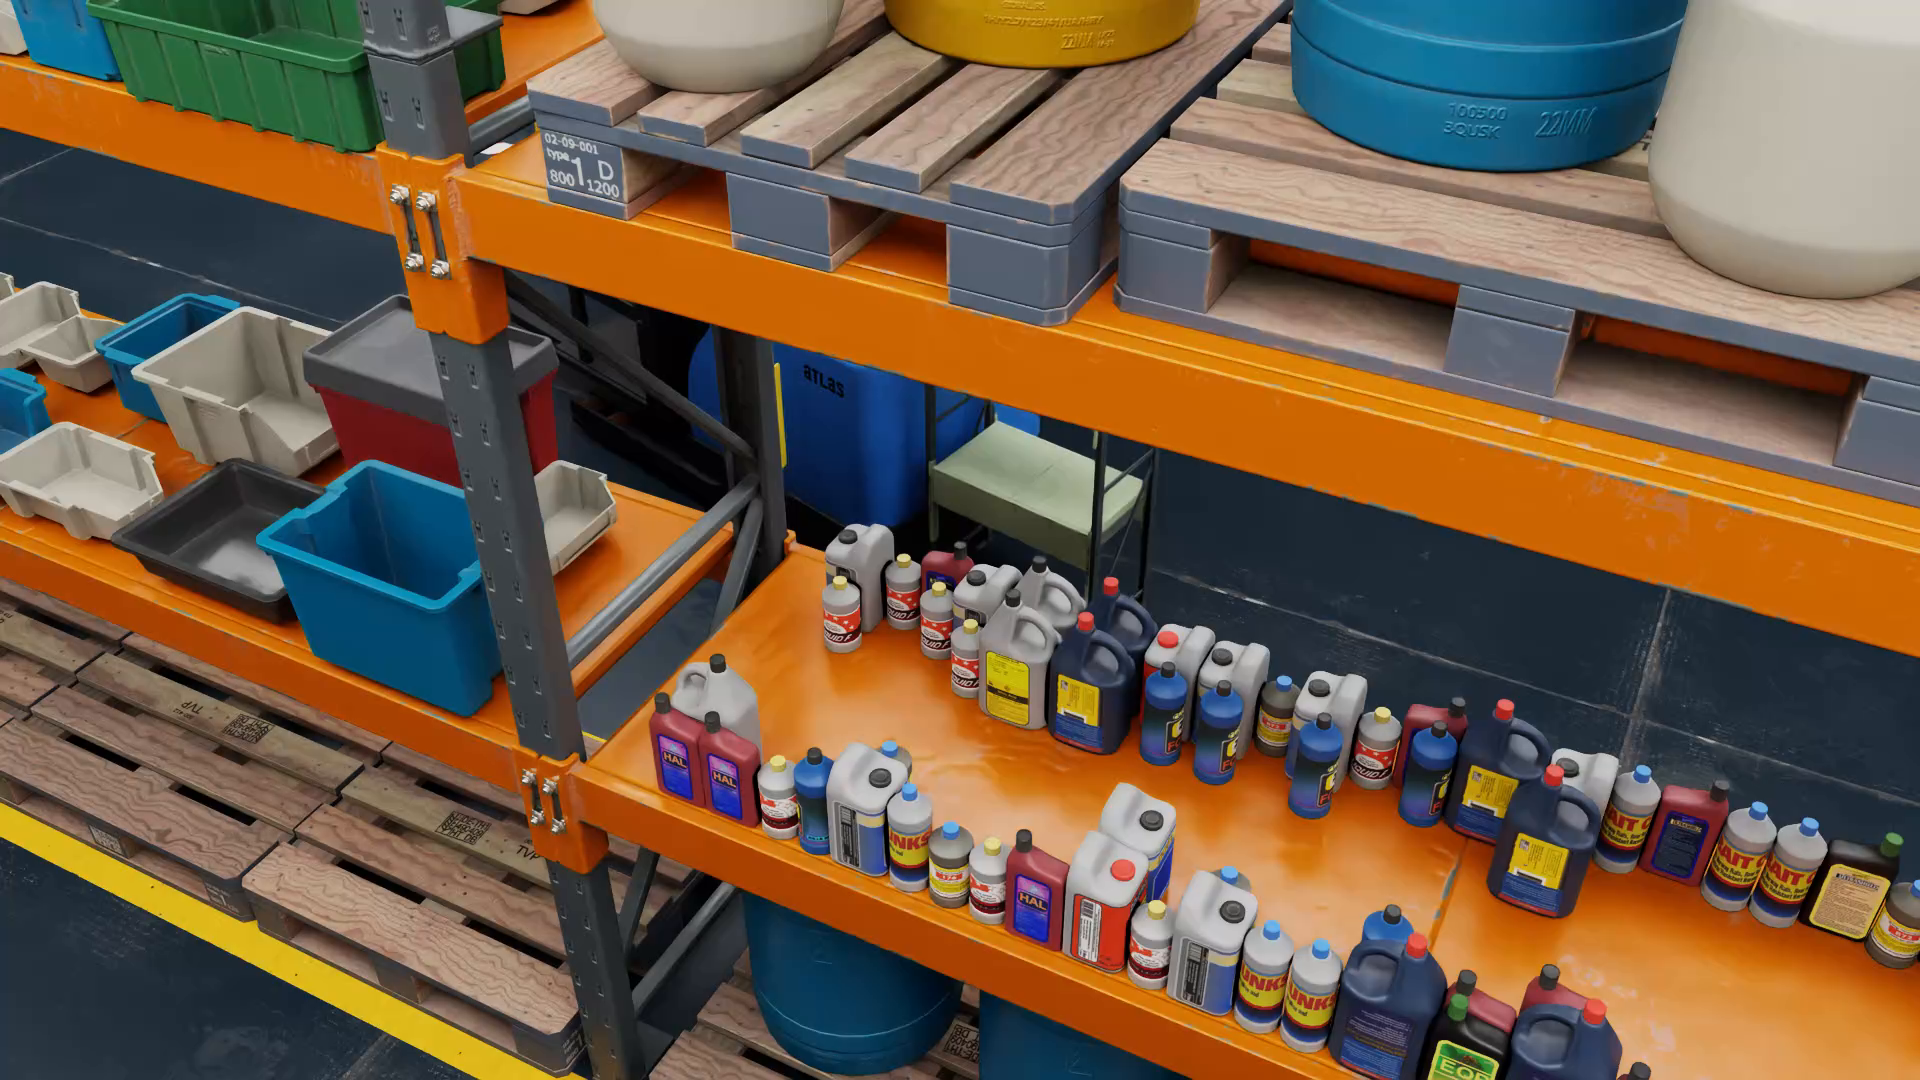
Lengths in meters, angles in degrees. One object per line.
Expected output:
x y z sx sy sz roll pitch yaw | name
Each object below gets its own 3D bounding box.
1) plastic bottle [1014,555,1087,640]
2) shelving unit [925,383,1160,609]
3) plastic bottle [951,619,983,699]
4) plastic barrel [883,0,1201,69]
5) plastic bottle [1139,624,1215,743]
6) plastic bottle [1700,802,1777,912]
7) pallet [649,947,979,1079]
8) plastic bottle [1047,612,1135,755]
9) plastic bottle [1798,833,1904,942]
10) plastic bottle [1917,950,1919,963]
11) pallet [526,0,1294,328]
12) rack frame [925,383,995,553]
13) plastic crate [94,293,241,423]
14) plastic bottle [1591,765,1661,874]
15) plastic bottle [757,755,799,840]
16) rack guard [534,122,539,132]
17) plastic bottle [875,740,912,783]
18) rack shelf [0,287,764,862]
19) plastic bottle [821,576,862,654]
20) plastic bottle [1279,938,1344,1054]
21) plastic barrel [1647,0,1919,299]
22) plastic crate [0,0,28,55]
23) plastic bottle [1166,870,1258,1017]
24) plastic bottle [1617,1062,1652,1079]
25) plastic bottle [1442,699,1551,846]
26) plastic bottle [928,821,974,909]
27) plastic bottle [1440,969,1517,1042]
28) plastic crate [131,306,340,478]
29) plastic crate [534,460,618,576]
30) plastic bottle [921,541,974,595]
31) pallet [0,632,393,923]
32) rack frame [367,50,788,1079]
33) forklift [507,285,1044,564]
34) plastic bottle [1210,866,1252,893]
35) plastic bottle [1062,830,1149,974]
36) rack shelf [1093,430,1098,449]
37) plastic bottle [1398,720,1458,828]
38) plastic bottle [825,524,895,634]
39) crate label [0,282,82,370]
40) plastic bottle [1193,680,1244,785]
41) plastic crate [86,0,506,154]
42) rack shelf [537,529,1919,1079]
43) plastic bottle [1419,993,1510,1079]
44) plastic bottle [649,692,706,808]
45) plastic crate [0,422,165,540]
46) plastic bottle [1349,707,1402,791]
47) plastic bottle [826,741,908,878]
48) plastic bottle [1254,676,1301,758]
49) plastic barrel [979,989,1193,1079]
0.210 0.192 4.057 0.185 0.351 0.144 17 41 21 | plastic bottle
0.295 -0.370 5.997 0.755 1.500 0.431 25 44 29 | shelving unit
0.026 0.281 4.063 0.097 0.201 0.097 0 37 0 | plastic bottle
0.147 -1.200 2.866 0.600 0.588 0.600 0 37 0 | plastic barrel
0.514 0.320 3.950 0.135 0.276 0.152 17 41 21 | plastic bottle
1.649 0.658 3.508 0.097 0.271 0.097 0 37 0 | plastic bottle
-0.091 1.440 4.678 1.213 0.211 1.003 17 41 21 | pallet
0.308 0.321 3.887 0.185 0.351 0.144 17 41 21 | plastic bottle
1.846 0.703 3.440 0.133 0.283 0.061 17 41 21 | plastic bottle
2.051 0.767 3.355 0.133 0.283 0.061 17 41 21 | plastic bottle
-0.016 -0.862 3.079 1.003 0.211 1.213 17 41 21 | pallet
0.004 -0.504 6.174 0.023 1.500 0.400 25 44 29 | rack frame
-2.367 -0.544 5.074 0.300 0.233 0.416 17 41 21 | plastic crate
1.444 0.594 3.593 0.097 0.271 0.097 0 37 0 | plastic bottle
-0.398 0.562 3.693 0.097 0.201 0.097 0 37 0 | plastic bottle
-2.052 -2.690 9.880 0.348 0.500 1.175 17 41 21 | rack guard
-0.155 0.534 3.729 0.097 0.201 0.097 0 37 0 | plastic bottle
-2.533 -0.177 5.097 4.000 0.370 1.077 17 41 21 | rack shelf
-0.299 0.180 4.197 0.097 0.201 0.097 0 37 0 | plastic bottle
0.684 0.873 3.226 0.097 0.271 0.097 0 37 0 | plastic bottle
1.152 -0.624 2.150 0.433 0.535 0.433 0 37 0 | plastic barrel
-2.061 -1.147 3.517 0.466 0.136 0.293 17 41 21 | plastic crate
0.507 0.797 3.322 0.135 0.276 0.152 17 41 21 | plastic bottle
1.225 1.050 2.982 0.133 0.283 0.061 17 41 21 | plastic bottle
1.188 0.498 3.653 0.185 0.351 0.144 17 41 21 | plastic bottle
-0.019 0.681 3.537 0.097 0.201 0.097 0 37 0 | plastic bottle
0.970 0.929 3.142 0.133 0.283 0.061 17 41 21 | plastic bottle
-2.028 -0.408 4.855 0.530 0.282 0.437 17 41 21 | plastic crate
-1.104 -0.033 4.480 0.243 0.136 0.396 17 41 21 | plastic crate
-0.032 0.115 4.214 0.133 0.283 0.061 17 41 21 | plastic bottle
-2.515 0.681 5.678 1.213 0.211 1.003 17 41 21 | pallet
-0.757 0.092 4.147 0.127 3.000 1.000 17 41 21 | rack frame
-1.077 -1.764 6.650 3.031 2.935 1.130 30 46 33 | forklift
0.548 0.755 3.439 0.097 0.201 0.097 0 37 0 | plastic bottle
0.301 0.733 3.407 0.135 0.276 0.152 17 41 21 | plastic bottle
0.295 -0.681 5.761 0.720 0.370 0.431 25 44 29 | rack shelf
1.046 0.511 3.703 0.097 0.271 0.097 0 37 0 | plastic bottle
-0.258 0.078 4.269 0.135 0.276 0.152 17 41 21 | plastic bottle
-2.992 -0.656 5.302 0.243 0.136 0.396 17 41 21 | crate label
0.593 0.431 3.808 0.097 0.271 0.097 0 37 0 | plastic bottle
-1.272 -0.973 3.246 0.662 0.188 0.450 17 41 21 | plastic crate
1.019 0.935 3.632 4.000 0.370 1.077 17 41 21 | rack shelf
0.942 0.961 3.099 0.133 0.283 0.061 17 41 21 | plastic bottle
-0.627 0.470 3.746 0.133 0.283 0.061 17 41 21 | plastic bottle
-2.441 -0.149 4.634 0.466 0.136 0.293 17 41 21 | plastic crate
0.955 0.469 3.816 0.097 0.201 0.097 0 37 0 | plastic bottle
-0.196 0.577 3.612 0.135 0.276 0.152 17 41 21 | plastic bottle
0.749 0.404 3.901 0.097 0.201 0.097 0 37 0 | plastic bottle
0.347 1.118 4.184 0.708 0.901 0.600 17 41 21 | plastic barrel
